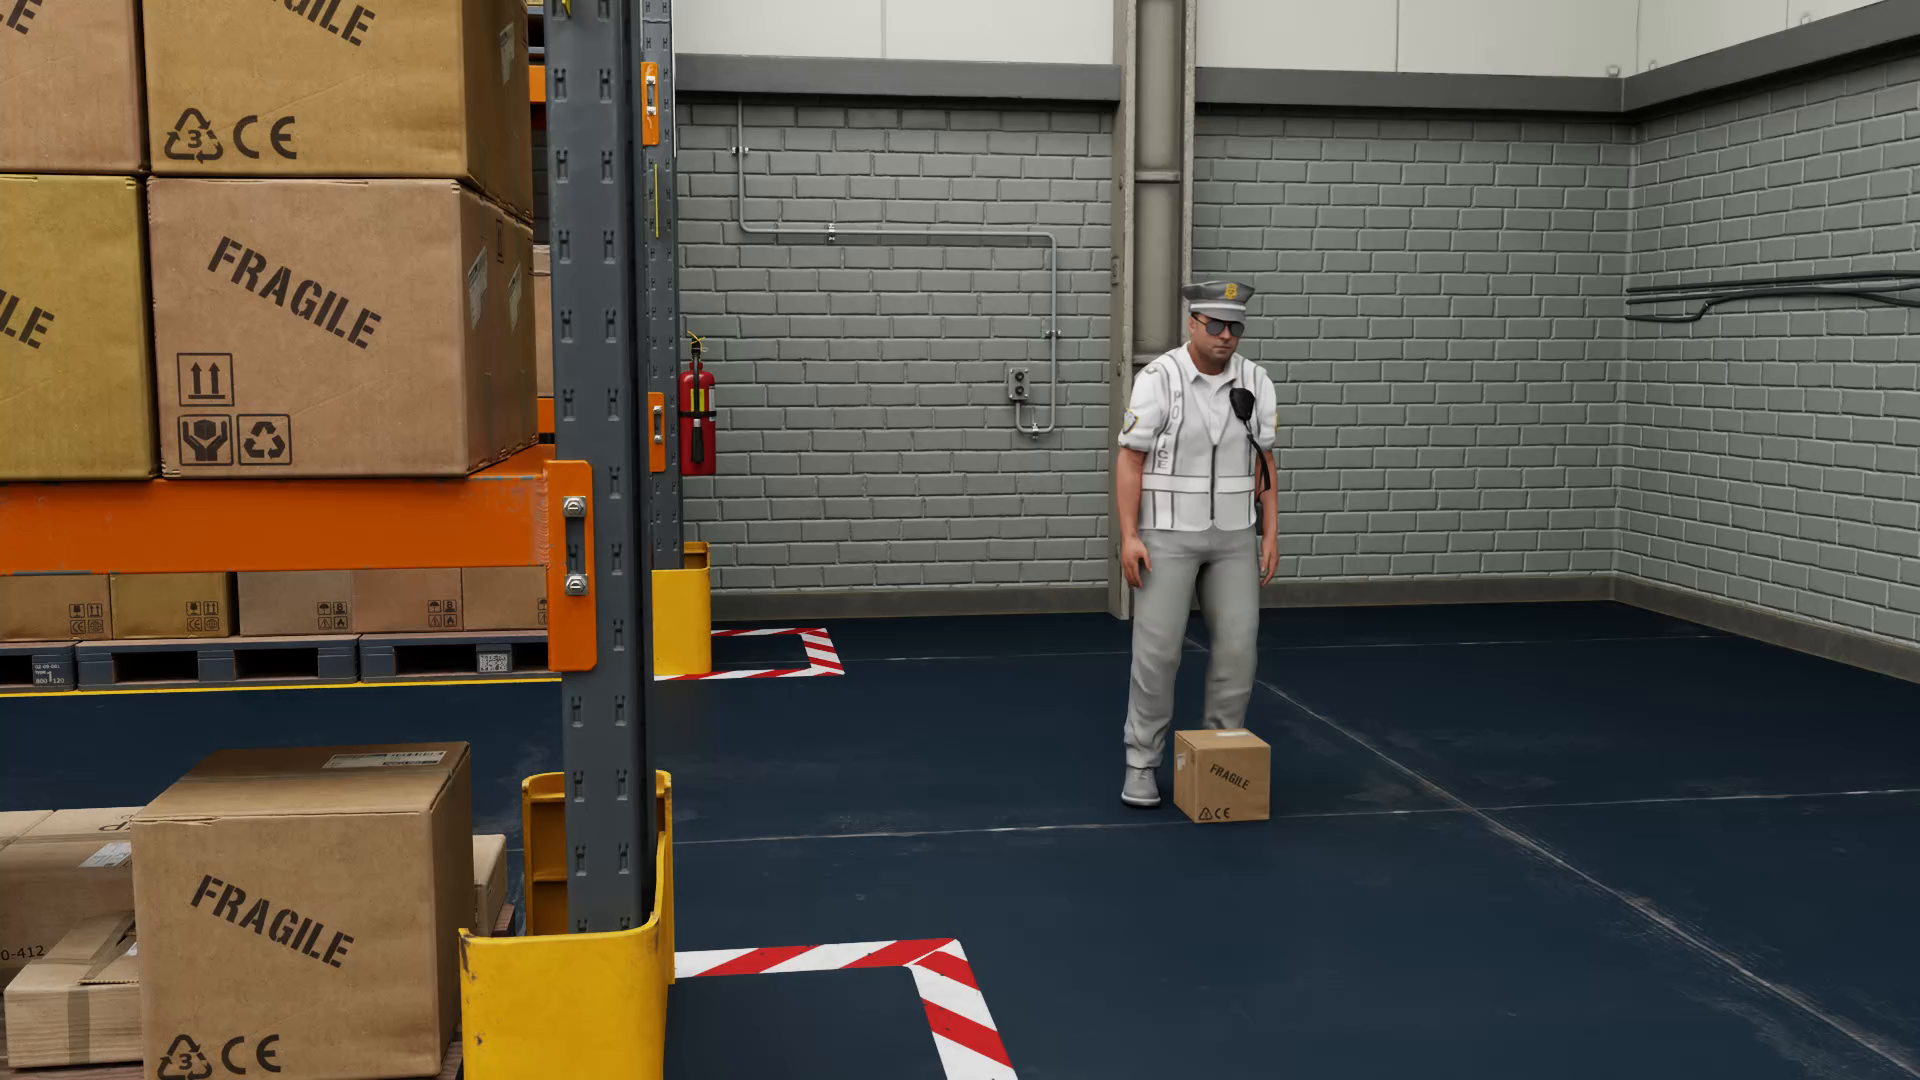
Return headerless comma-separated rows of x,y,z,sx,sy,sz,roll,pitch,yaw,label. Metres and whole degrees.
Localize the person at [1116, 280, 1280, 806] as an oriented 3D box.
0.816,0.003,5.658,0.585,1.747,0.479,-1,7,-11,person
